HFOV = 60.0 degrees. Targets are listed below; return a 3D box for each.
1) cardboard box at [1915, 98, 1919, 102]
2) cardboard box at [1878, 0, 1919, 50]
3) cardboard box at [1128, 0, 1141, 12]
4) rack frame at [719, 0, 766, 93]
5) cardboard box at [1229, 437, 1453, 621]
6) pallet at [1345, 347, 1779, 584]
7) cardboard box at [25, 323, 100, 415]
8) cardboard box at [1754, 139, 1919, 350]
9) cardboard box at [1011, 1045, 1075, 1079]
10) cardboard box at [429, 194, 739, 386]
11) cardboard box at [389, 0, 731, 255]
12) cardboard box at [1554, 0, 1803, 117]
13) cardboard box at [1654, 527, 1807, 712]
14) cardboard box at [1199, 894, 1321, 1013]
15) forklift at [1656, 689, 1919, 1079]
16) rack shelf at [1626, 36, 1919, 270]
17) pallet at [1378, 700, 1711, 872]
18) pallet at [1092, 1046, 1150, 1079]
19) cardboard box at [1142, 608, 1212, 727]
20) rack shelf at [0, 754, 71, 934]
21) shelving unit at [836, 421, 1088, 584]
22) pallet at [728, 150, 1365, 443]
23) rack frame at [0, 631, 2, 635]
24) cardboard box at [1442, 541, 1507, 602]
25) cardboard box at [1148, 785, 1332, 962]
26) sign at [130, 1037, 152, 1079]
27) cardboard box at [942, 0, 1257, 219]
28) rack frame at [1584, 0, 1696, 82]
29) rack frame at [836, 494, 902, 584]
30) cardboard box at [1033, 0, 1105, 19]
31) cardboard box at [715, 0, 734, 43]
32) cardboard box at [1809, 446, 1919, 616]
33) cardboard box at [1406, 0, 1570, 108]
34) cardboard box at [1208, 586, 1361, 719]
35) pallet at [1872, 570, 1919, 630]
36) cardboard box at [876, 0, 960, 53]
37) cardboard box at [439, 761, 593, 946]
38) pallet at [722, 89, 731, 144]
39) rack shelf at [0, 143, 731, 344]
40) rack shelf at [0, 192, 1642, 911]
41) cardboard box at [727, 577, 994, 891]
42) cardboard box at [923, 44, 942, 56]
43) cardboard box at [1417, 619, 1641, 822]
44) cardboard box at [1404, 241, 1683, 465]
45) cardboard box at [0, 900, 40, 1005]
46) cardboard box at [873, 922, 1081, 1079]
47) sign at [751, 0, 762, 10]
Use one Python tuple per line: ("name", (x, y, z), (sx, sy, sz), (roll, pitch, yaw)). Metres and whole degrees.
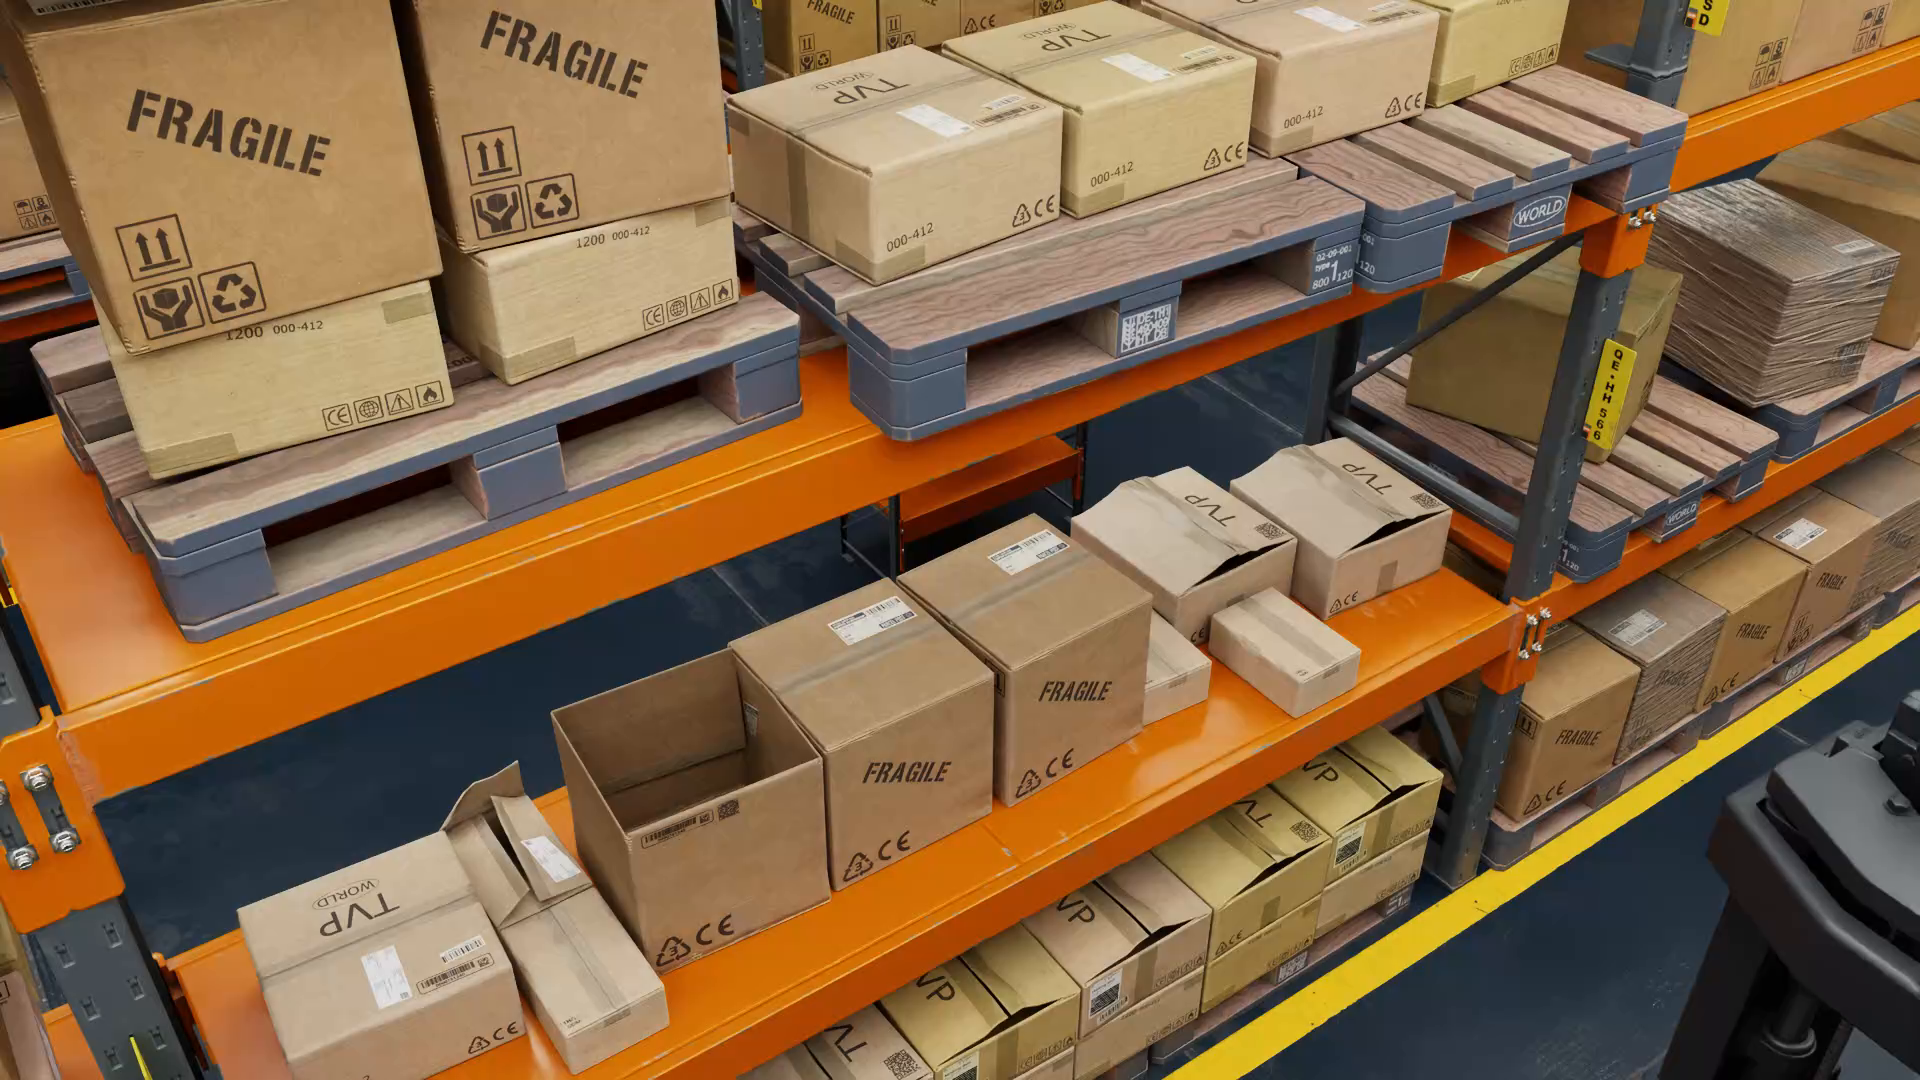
("cardboard box", (4.289, -1.711, 7.115), (0.700, 0.500, 0.500), (22, 41, 28))
("cardboard box", (2.714, -1.975, 5.272), (0.500, 0.500, 0.910), (-22, 41, -28))
("cardboard box", (0.984, -3.244, 9.889), (0.250, 0.149, 0.380), (-22, 41, -28))
("rack frame", (-1.322, -2.570, 8.755), (0.127, 3.000, 1.000), (-22, 41, -28))
("cardboard box", (1.213, -0.069, 5.354), (0.500, 0.311, 0.500), (-20, 40, -25))
("pallet", (2.049, -0.391, 5.889), (1.003, 0.211, 1.213), (-22, 41, -28))
("cardboard box", (-3.999, -0.644, 7.840), (0.500, 0.500, 0.700), (-21, 41, -26))
("cardboard box", (3.396, -1.140, 6.321), (0.700, 0.500, 0.500), (26, 43, 32))
("cardboard box", (-0.005, 1.549, 5.022), (0.500, 0.250, 0.500), (-22, 41, -27))
("cardboard box", (-0.778, -0.578, 3.184), (0.500, 0.250, 0.500), (-27, 44, -32))
("cardboard box", (-0.756, -0.885, 2.969), (0.500, 0.500, 0.500), (-18, 40, -24))
("cardboard box", (1.872, -1.628, 4.790), (0.500, 0.500, 0.910), (-22, 41, -28))
("cardboard box", (2.909, 0.267, 6.573), (0.500, 0.500, 0.500), (-23, 42, -28))
("cardboard box", (0.826, 1.207, 5.498), (0.500, 0.250, 0.500), (-23, 42, -28))
("forklift", (1.990, 1.445, 3.230), (3.031, 2.935, 1.130), (-21, 41, -26))
("rack shelf", (3.170, -1.806, 5.739), (4.000, 0.370, 1.077), (-22, 41, -28))
("pallet", (2.167, 0.692, 6.607), (1.213, 0.211, 1.003), (-22, 41, -28))
("pallet", (-0.157, 1.591, 5.357), (1.213, 0.211, 1.003), (-22, 41, -28))
("cardboard box", (0.525, 0.351, 4.909), (0.250, 0.149, 0.380), (-19, 40, -25))
("rack shelf", (-3.369, 0.885, 1.997), (4.000, 0.370, 1.077), (-22, 41, -28))
("shelving unit", (0.006, -0.459, 7.425), (1.048, 1.125, 0.538), (-22, 41, -28))
("pallet", (0.119, -0.700, 3.747), (1.213, 0.211, 1.003), (-20, 40, -26))
("rack frame", (-1.735, -1.297, 1.847), (0.127, 3.000, 1.000), (-22, 41, -28))
("cardboard box", (2.164, 0.202, 6.664), (0.500, 0.500, 0.500), (-21, 41, -26))
("cardboard box", (0.828, 0.983, 5.330), (0.500, 0.311, 0.500), (-23, 42, -29))
("sign", (-1.414, 1.019, 2.955), (0.005, 0.325, 0.100), (-22, 41, -28))
("cardboard box", (0.304, -0.983, 3.748), (0.500, 0.250, 0.500), (-23, 42, -29))
("rack frame", (1.535, -2.643, 3.717), (0.127, 3.000, 1.000), (-22, 41, -28))
("rack frame", (-0.410, -0.288, 7.187), (0.032, 1.125, 0.500), (-22, 41, -28))
("cardboard box", (0.484, -3.298, 9.409), (0.500, 0.500, 0.500), (-21, 41, -27))
("cardboard box", (-1.087, -3.024, 9.029), (0.500, 0.500, 0.500), (-22, 41, -28))
("cardboard box", (3.747, -0.083, 7.060), (0.500, 0.500, 0.500), (-22, 41, -27))
("cardboard box", (1.197, -1.355, 4.265), (0.500, 0.250, 0.500), (-26, 43, -31))
("cardboard box", (0.959, 0.329, 4.938), (0.250, 0.149, 0.380), (-22, 41, -28))
("pallet", (4.162, -0.129, 7.748), (1.213, 0.211, 1.003), (-22, 41, -28))
("cardboard box", (-0.344, -2.953, 8.929), (0.500, 0.500, 0.500), (-21, 41, -26))
("cardboard box", (-1.122, 0.809, 4.171), (0.258, 0.266, 0.396), (-23, 42, -29))
("pallet", (-1.843, -2.202, 8.407), (1.003, 0.211, 1.213), (-22, 41, -28))
("rack shelf", (-2.956, -1.605, 8.029), (4.000, 0.370, 1.077), (-22, 41, -28))
("rack shelf", (-0.100, -0.460, 3.868), (4.000, 0.370, 1.077), (-22, 41, -28))
("cardboard box", (-0.257, 0.501, 4.398), (0.500, 0.500, 0.500), (-22, 41, -28))
("cardboard box", (-0.308, -2.749, 9.202), (0.250, 0.149, 0.380), (-23, 42, -28))
("cardboard box", (2.072, 0.612, 6.094), (0.500, 0.500, 0.500), (-21, 41, -26))
("cardboard box", (1.985, -0.684, 5.687), (0.700, 0.500, 0.500), (23, 41, 28))
("cardboard box", (-2.066, 0.832, 3.383), (0.250, 0.149, 0.380), (-22, 41, -28))
("cardboard box", (0.003, 1.319, 4.863), (0.500, 0.311, 0.500), (-21, 41, -27))
("sign", (-1.001, -2.752, 8.084), (0.005, 0.325, 0.100), (-22, 41, -28))
